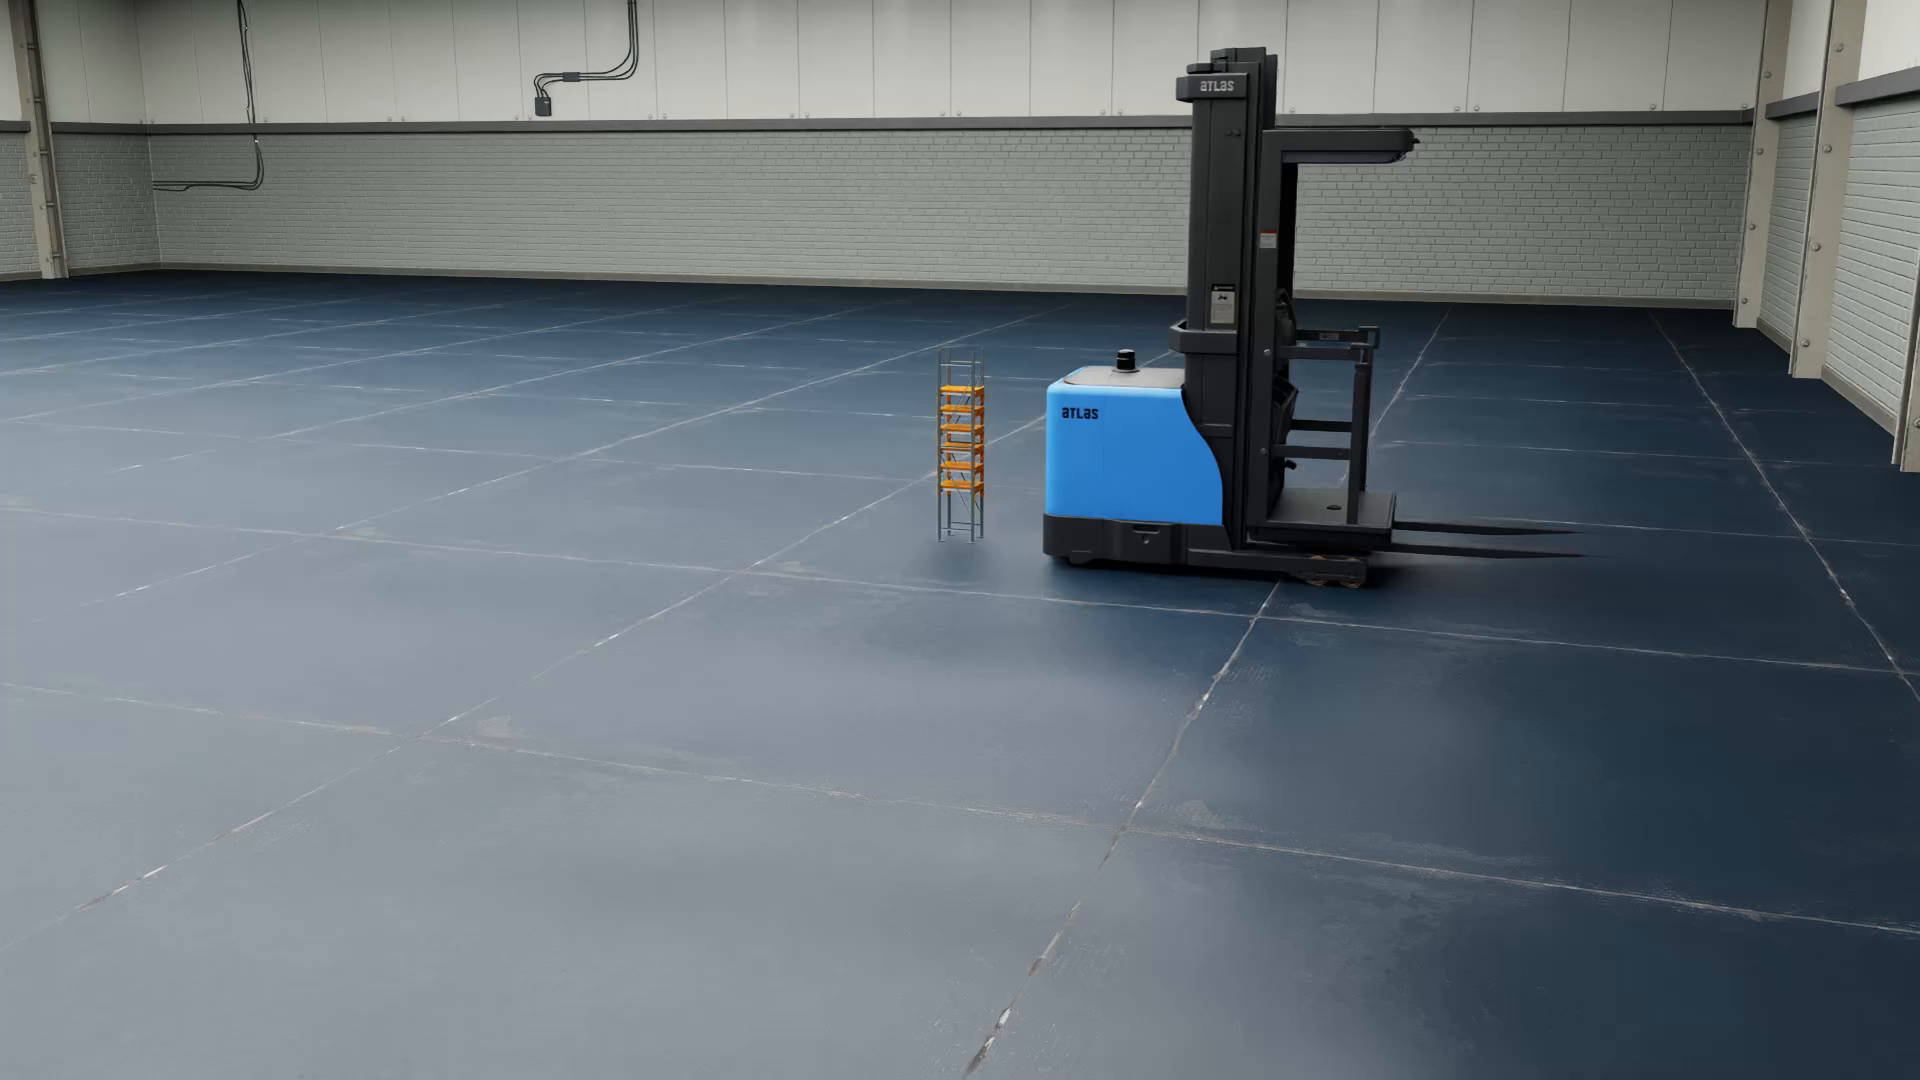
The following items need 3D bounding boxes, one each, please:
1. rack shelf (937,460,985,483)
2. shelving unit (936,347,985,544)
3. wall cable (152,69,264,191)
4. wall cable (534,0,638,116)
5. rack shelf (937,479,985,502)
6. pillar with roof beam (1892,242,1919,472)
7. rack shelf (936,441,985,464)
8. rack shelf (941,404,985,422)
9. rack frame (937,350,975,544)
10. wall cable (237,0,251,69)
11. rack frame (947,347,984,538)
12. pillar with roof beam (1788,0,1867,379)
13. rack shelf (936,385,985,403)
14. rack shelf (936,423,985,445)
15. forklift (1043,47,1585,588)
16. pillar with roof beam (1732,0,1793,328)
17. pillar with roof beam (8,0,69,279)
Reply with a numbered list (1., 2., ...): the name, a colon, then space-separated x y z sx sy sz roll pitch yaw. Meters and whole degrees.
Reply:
1. rack shelf: 0.005 -0.428 10.404 0.258 0.103 0.180 4 14 18
2. shelving unit: 0.005 -0.588 10.368 0.258 1.200 0.189 4 14 18
3. wall cable: -16.263 -8.751 35.584 3.097 2.526 0.112 4 14 18
4. wall cable: -7.285 -11.236 31.851 2.305 6.003 0.169 4 14 18
5. rack shelf: 0.005 -0.311 10.431 0.258 0.103 0.180 4 14 18
6. pillar with roof beam: 3.383 -5.255 13.289 9.100 9.000 0.400 4 14 18
7. rack shelf: 0.005 -0.545 10.378 0.258 0.103 0.180 4 14 18
8. rack shelf: 0.005 -0.779 10.324 0.258 0.103 0.180 4 14 18
9. rack frame: -0.025 -0.569 10.283 0.240 1.200 0.006 4 14 18
10. wall cable: -13.703 -11.018 34.168 3.097 2.526 0.112 4 14 18
11. rack frame: 0.034 -0.607 10.452 0.240 1.200 0.006 4 14 18
12. pillar with roof beam: 5.324 -6.518 18.824 9.100 9.000 0.400 4 14 18
13. rack shelf: 0.005 -0.896 10.298 0.258 0.103 0.180 4 14 18
14. rack shelf: 0.005 -0.662 10.351 0.258 0.103 0.180 4 14 18
15. forklift: 2.065 -1.292 9.561 3.031 2.935 1.130 4 13 15
16. pillar with roof beam: 7.265 -7.782 24.359 9.100 9.000 0.400 4 14 18
17. pillar with roof beam: -14.394 -9.430 31.580 9.100 9.000 0.400 4 14 18
